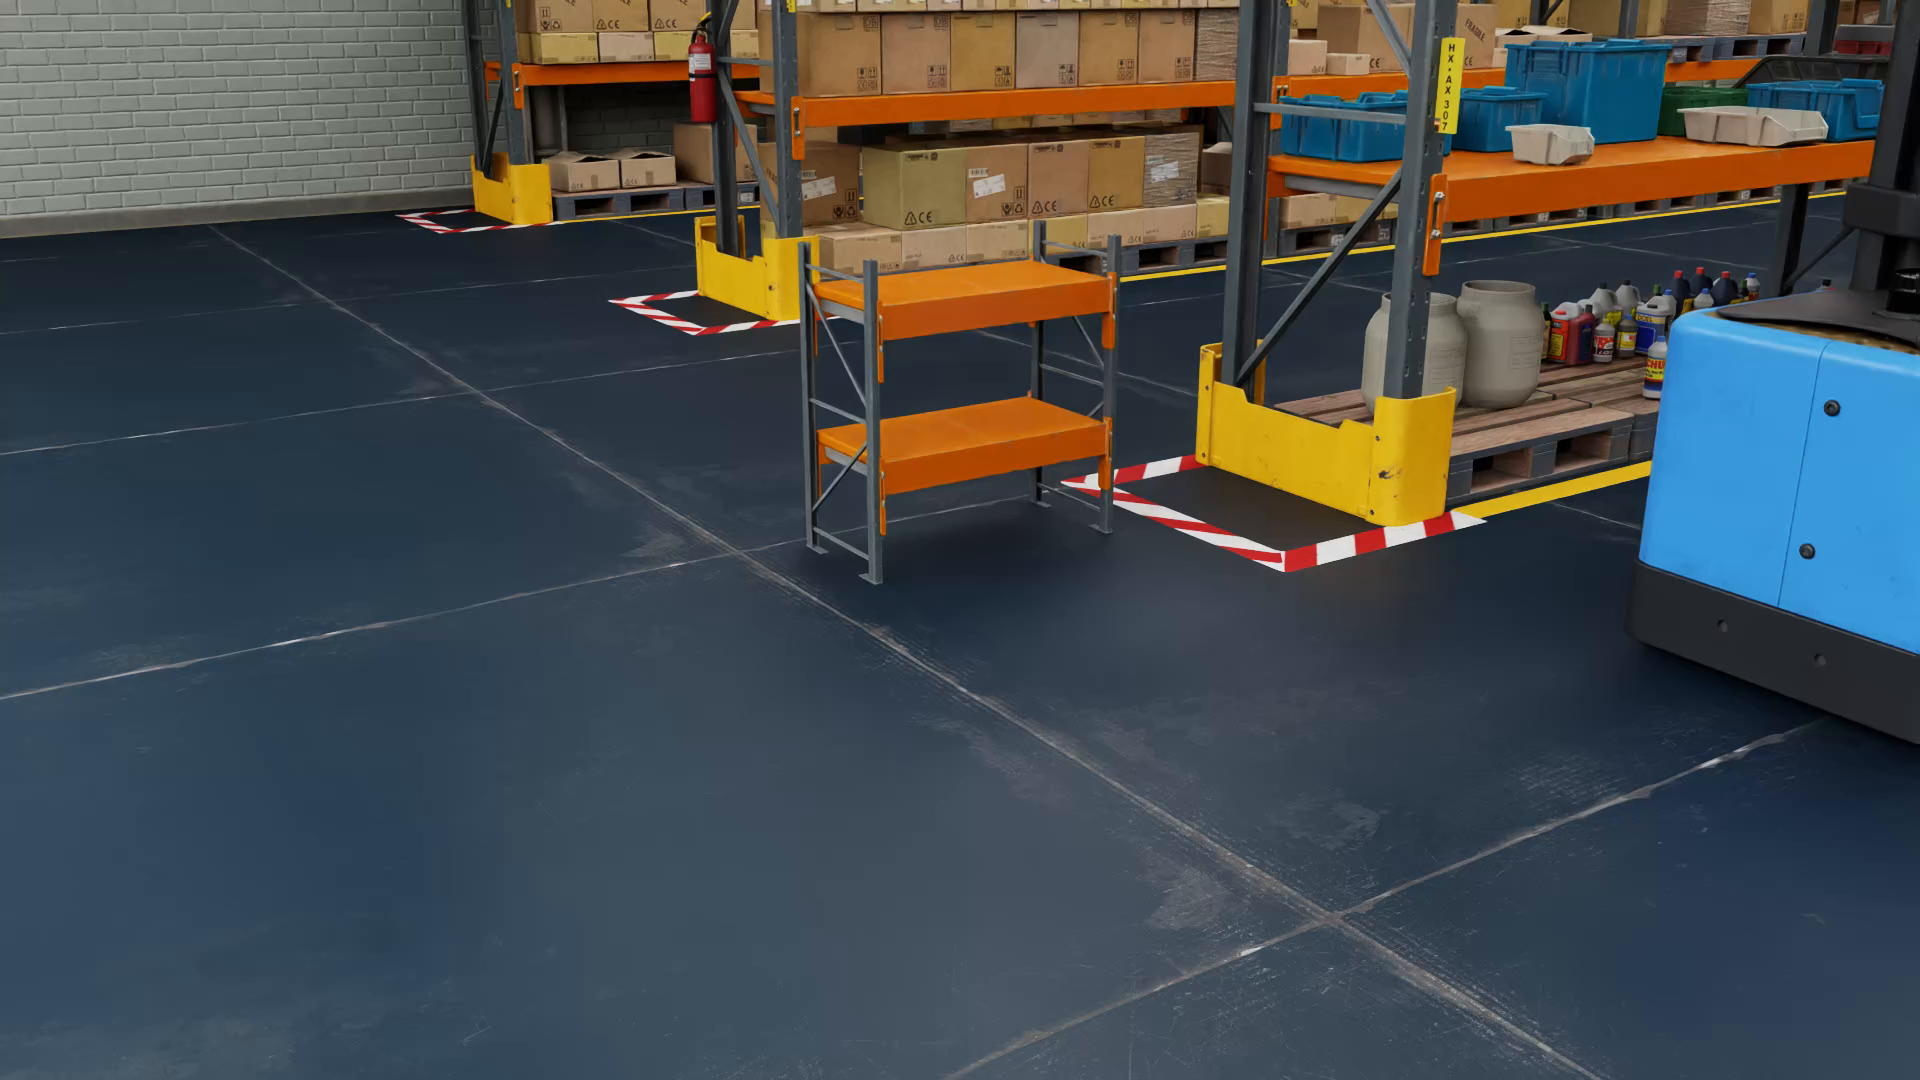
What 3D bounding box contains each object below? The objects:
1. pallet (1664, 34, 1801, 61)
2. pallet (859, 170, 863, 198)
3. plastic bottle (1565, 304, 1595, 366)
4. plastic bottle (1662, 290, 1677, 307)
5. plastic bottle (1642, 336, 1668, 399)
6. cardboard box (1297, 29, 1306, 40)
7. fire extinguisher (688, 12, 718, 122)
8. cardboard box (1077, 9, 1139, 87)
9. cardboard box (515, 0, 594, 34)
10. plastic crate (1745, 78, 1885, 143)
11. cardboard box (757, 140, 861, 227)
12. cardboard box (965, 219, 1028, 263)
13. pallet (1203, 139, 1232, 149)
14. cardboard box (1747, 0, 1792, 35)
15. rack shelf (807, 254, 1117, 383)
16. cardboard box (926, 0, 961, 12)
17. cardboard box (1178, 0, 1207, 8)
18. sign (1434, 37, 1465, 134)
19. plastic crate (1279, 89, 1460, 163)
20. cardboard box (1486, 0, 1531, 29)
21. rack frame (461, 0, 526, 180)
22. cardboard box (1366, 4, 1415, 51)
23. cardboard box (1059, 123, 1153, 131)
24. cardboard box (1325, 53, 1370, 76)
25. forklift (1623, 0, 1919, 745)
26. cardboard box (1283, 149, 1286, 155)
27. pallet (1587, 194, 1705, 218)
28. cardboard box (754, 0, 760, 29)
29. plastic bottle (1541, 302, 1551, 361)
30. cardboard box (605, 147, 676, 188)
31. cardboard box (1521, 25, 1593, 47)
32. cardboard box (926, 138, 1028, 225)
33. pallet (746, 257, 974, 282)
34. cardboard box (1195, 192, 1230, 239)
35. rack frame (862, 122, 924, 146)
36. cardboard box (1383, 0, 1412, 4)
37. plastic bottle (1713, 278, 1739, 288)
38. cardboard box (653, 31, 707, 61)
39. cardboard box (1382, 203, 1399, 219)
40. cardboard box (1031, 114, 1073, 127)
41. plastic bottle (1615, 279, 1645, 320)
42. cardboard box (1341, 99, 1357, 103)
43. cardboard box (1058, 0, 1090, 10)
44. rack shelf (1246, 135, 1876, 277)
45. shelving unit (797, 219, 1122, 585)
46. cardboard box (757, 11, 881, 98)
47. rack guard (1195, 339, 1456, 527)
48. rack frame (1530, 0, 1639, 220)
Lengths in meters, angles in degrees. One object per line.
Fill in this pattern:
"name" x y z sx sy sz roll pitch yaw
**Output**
"pallet" 7.014 -4.612 15.502 1.213 0.211 1.003 -12 22 -31
"pallet" -1.217 -3.530 16.356 1.213 0.211 1.003 -12 22 -31
"plastic bottle" 3.010 -0.995 8.059 0.133 0.283 0.061 -12 22 -31
"plastic bottle" 3.611 -1.144 8.519 0.097 0.271 0.097 0 19 0
"plastic bottle" 3.118 -0.776 7.430 0.097 0.271 0.097 0 19 0
"cardboard box" 3.693 -5.713 18.821 0.250 0.149 0.380 -12 22 -32
"fire extinguisher" -1.643 -3.016 10.604 0.183 0.674 0.296 -12 22 -31
"cardboard box" 0.827 -3.440 11.580 0.500 0.500 0.700 -12 22 -31
"cardboard box" -3.452 -4.571 14.115 0.500 0.500 0.500 -12 22 -31
"plastic crate" 3.998 -1.991 7.682 0.616 0.251 0.499 -12 22 -31
"cardboard box" -1.005 -2.375 11.054 0.500 0.500 0.500 -12 22 -31
"cardboard box" 0.115 -2.058 11.286 0.500 0.250 0.500 -12 22 -31
"pallet" 3.365 -4.481 19.169 1.213 0.211 1.003 -12 22 -31
"cardboard box" 7.292 -4.982 15.486 0.700 0.500 0.500 16 24 39
"rack shelf" 0.006 -0.811 5.974 1.000 0.278 0.538 -12 22 -31
"cardboard box" -0.203 -3.450 10.599 0.250 0.149 0.380 -12 22 -32
"cardboard box" 1.518 -3.814 11.673 0.250 0.149 0.380 -13 22 -33
"sign" 1.731 -1.607 5.883 0.005 0.325 0.100 -12 22 -31
"plastic crate" 1.686 -1.722 6.886 0.616 0.251 0.499 -12 22 -31
"cardboard box" 6.468 -6.621 20.677 0.700 0.700 0.980 -12 22 -31
"rack frame" -4.016 -4.274 14.203 0.127 3.000 1.000 -12 22 -31
"cardboard box" 3.561 -4.013 13.277 0.500 0.500 0.500 -12 22 -31
"cardboard box" 1.079 -2.818 12.363 0.500 0.500 0.500 -12 22 -31
"cardboard box" 2.904 -3.637 12.710 0.250 0.149 0.380 -12 22 -31
"forklift" 3.590 -1.154 5.081 3.031 2.935 1.130 -11 22 -30
"cardboard box" 2.534 -2.822 12.672 0.500 0.311 0.500 -12 22 -31
"pallet" 6.037 -3.159 15.260 1.213 0.211 1.003 -12 22 -31
"cardboard box" -1.741 -4.931 15.179 0.500 0.500 0.500 -13 22 -33
"plastic bottle" 2.813 -1.012 8.109 0.133 0.283 0.061 -11 22 -30
"cardboard box" -2.913 -3.407 15.150 0.500 0.311 0.500 -10 21 -27
"cardboard box" 5.065 -4.264 14.313 0.500 0.311 0.500 -10 21 -28
"cardboard box" 0.108 -2.416 11.175 0.500 0.500 0.500 -12 22 -31
"pallet" -0.673 -1.775 11.164 1.213 0.211 1.003 -12 22 -31
"cardboard box" 1.785 -2.410 12.329 0.500 0.250 0.500 -12 22 -31
"rack frame" -0.676 -4.979 16.287 0.127 3.000 1.000 -12 22 -31
"cardboard box" 4.914 -6.258 19.420 0.500 0.500 0.500 -12 22 -31
"plastic bottle" 4.011 -1.244 8.806 0.135 0.276 0.152 -11 22 -29
"cardboard box" -2.580 -4.397 14.770 0.500 0.250 0.500 -12 22 -32
"cardboard box" 3.384 -2.737 13.295 0.500 0.250 0.500 -13 22 -33
"cardboard box" 0.782 -4.320 17.557 0.500 0.500 0.700 -12 22 -31
"plastic bottle" 3.358 -1.143 8.391 0.185 0.351 0.144 -12 22 -32
"cardboard box" 4.086 -5.111 19.379 0.750 0.750 0.750 -12 22 -32
"cardboard box" 0.661 -3.633 11.138 0.250 0.149 0.380 -11 22 -30
"rack shelf" 3.103 -1.636 7.522 4.000 0.370 1.077 -12 22 -31
"shelving unit" 0.006 -0.534 6.068 1.048 1.125 0.538 -12 22 -31
"cardboard box" -0.892 -3.076 10.503 0.500 0.500 0.700 -12 22 -31
"rack guard" 1.470 -0.466 6.842 0.348 0.500 1.175 -12 22 -31
"rack frame" 5.393 -4.359 14.454 0.127 3.000 1.000 -12 22 -31
